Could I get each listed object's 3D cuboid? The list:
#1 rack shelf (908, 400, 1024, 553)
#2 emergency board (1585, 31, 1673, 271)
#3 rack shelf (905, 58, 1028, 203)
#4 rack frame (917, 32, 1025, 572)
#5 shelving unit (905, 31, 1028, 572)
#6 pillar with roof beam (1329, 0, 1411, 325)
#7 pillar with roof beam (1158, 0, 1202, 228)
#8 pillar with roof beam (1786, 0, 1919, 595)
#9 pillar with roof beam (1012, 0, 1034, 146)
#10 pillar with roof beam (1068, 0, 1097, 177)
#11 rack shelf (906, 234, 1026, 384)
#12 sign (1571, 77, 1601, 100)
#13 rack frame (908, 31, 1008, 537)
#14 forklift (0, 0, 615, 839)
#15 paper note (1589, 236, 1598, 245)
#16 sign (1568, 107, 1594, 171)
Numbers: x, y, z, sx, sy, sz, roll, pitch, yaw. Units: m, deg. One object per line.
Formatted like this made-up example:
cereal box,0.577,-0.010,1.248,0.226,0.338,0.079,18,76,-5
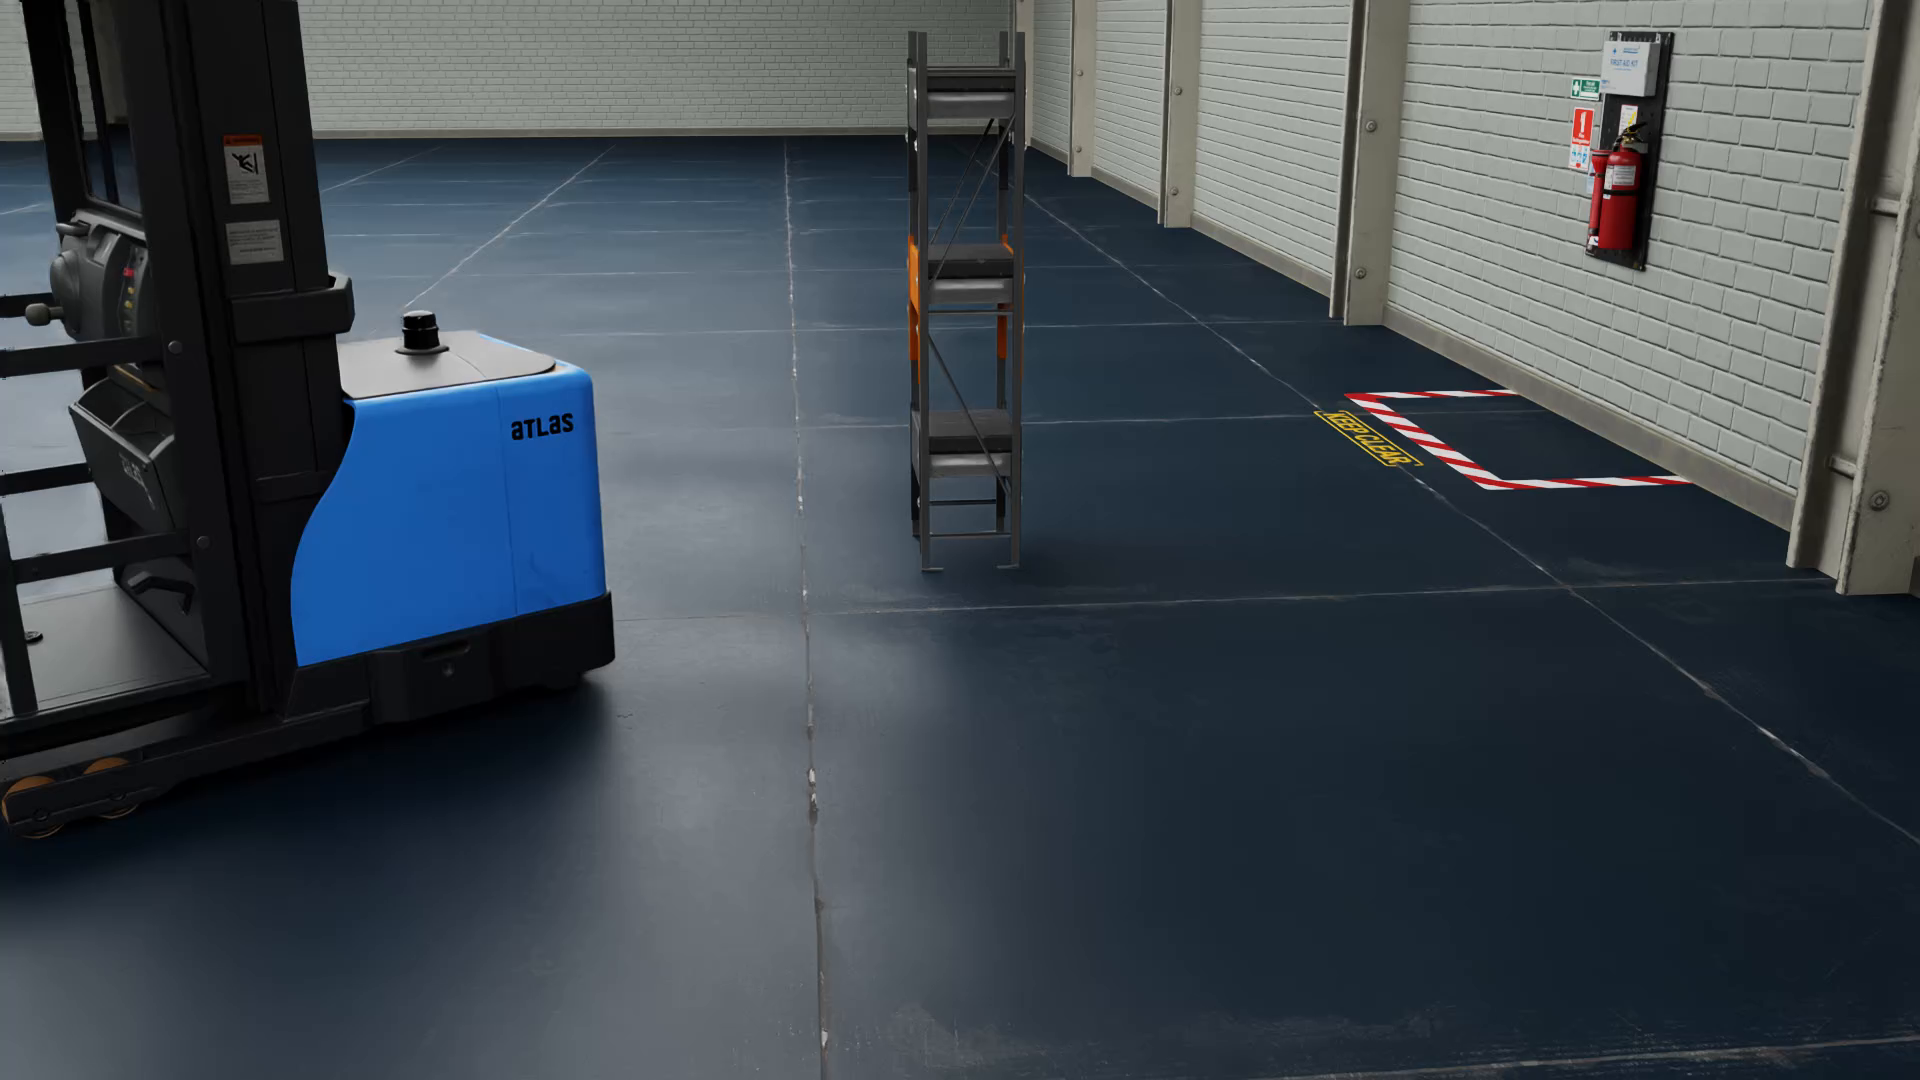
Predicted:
rack shelf,0.017,-0.272,6.919,0.431,0.518,0.480,-2,18,-6
emergency board,3.363,-2.017,8.594,0.194,1.169,0.643,-2,18,-6
rack shelf,0.017,-1.607,6.500,0.431,0.518,0.480,-2,18,-6
rack frame,0.042,-0.880,6.474,0.400,2.100,0.015,-2,18,-6
shelving unit,0.017,-0.952,6.705,0.431,2.100,0.503,-2,18,-6
pillar with roof beam,-1.321,-5.796,10.616,9.100,9.000,0.400,-2,18,-6
pillar with roof beam,-1.940,-7.584,16.310,9.100,9.000,0.400,-2,18,-6
pillar with roof beam,-0.702,-4.009,4.922,9.100,9.000,0.400,-2,18,-6
pillar with roof beam,-3.178,-11.159,27.698,9.100,9.000,0.400,-2,18,-6
pillar with roof beam,-2.559,-9.372,22.004,9.100,9.000,0.400,-2,18,-6
rack shelf,0.017,-0.939,6.710,0.431,0.518,0.480,-2,18,-6
sign,3.400,-2.453,9.038,0.001,0.109,0.331,-2,18,-6
rack frame,-0.008,-1.025,6.937,0.400,2.100,0.015,-2,18,-6
forklift,-2.636,-0.756,4.693,3.031,2.935,1.130,-14,22,-37
paper note,3.413,-1.651,8.900,0.016,0.148,0.142,-2,18,-6
sign,3.408,-2.202,9.123,0.001,0.329,0.234,-2,18,-6
